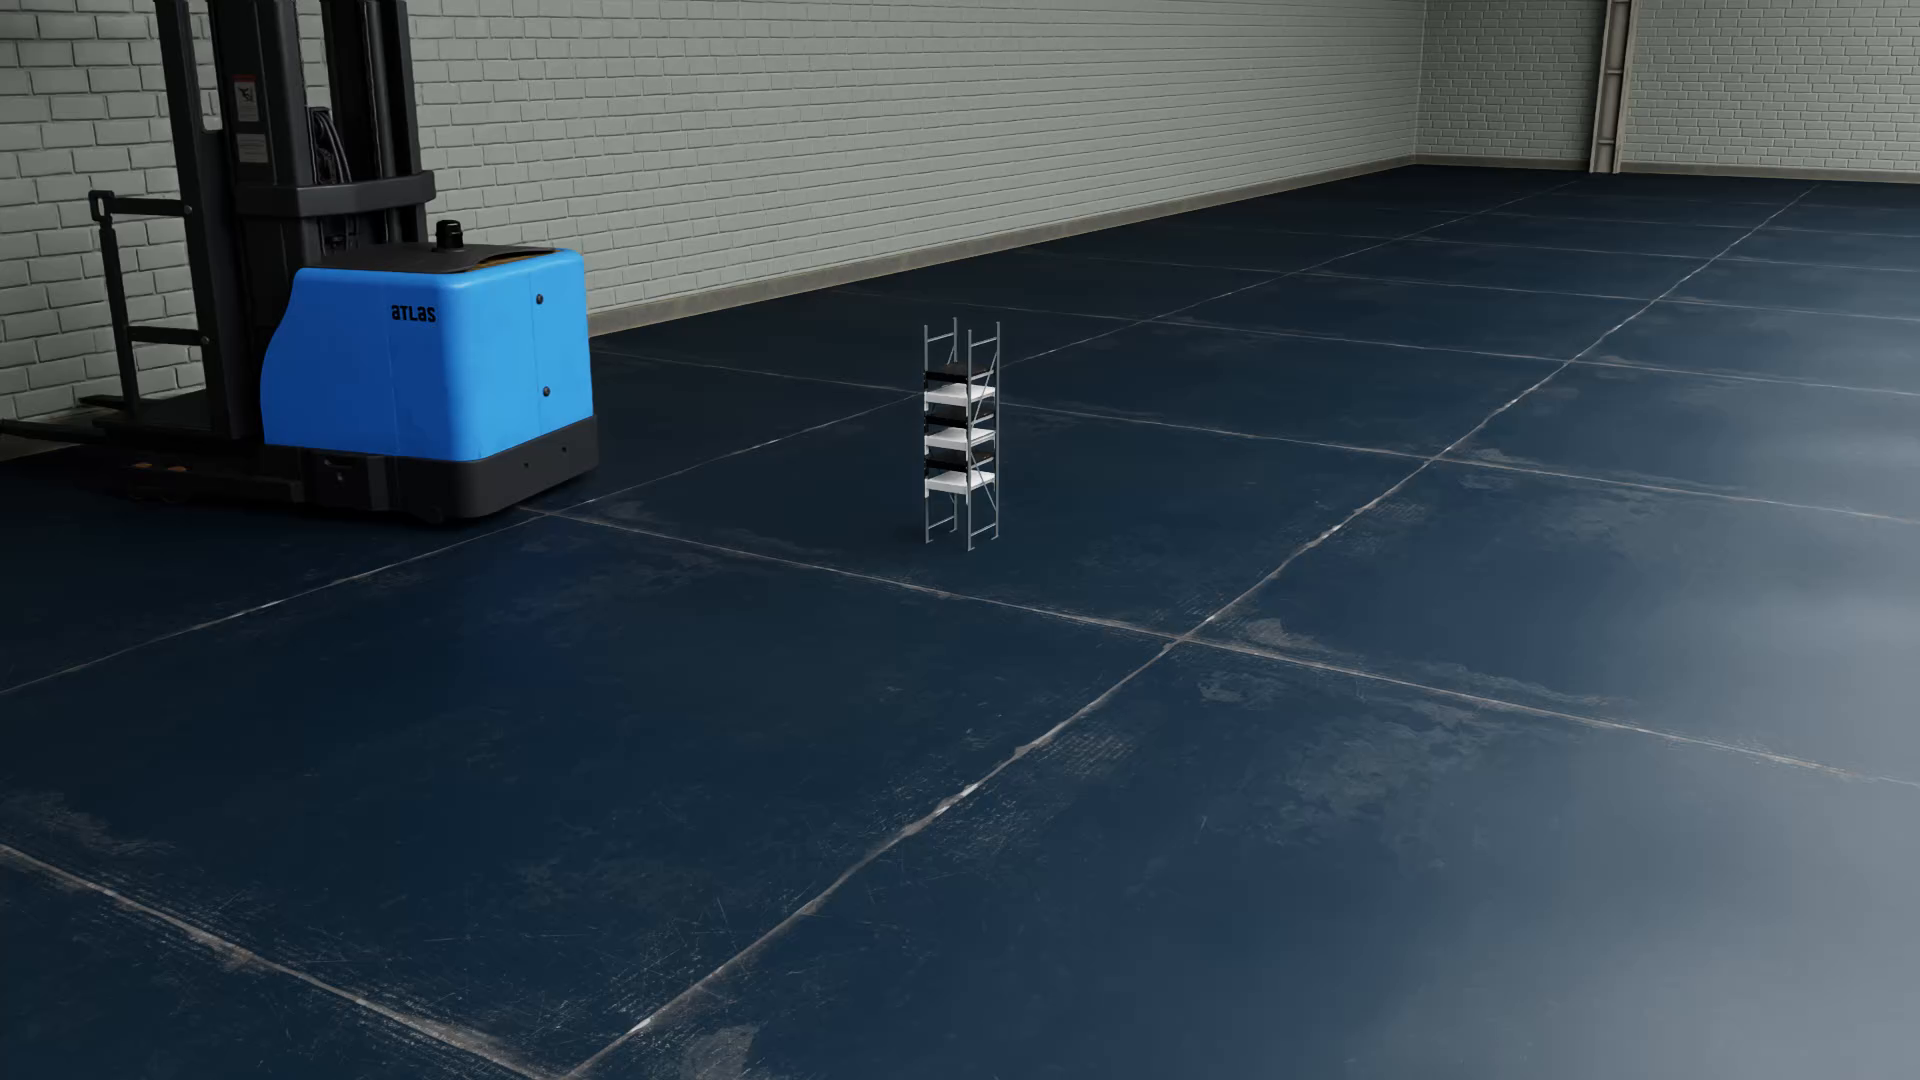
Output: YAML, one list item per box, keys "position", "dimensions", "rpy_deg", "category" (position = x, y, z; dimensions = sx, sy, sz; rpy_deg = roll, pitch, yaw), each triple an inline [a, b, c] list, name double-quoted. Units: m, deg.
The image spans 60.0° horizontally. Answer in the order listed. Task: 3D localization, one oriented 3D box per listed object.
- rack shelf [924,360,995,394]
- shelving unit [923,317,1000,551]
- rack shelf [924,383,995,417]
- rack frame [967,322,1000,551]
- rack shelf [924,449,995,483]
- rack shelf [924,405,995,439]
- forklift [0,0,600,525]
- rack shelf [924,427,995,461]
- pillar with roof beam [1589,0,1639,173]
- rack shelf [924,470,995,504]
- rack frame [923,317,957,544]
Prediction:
- position: [0.007, -0.656, 6.678]
  dimensions: [0.200, 0.077, 0.258]
  rpy_deg: [10, 20, 30]
  category: "rack shelf"
- position: [0.007, -0.429, 6.746]
  dimensions: [0.210, 0.900, 0.258]
  rpy_deg: [10, 20, 30]
  category: "shelving unit"
- position: [0.007, -0.570, 6.704]
  dimensions: [0.200, 0.077, 0.258]
  rpy_deg: [10, 20, 30]
  category: "rack shelf"
- position: [0.094, -0.414, 6.695]
  dimensions: [0.006, 0.900, 0.240]
  rpy_deg: [10, 20, 30]
  category: "rack frame"
- position: [0.007, -0.311, 6.782]
  dimensions: [0.200, 0.077, 0.258]
  rpy_deg: [10, 20, 30]
  category: "rack shelf"
- position: [0.007, -0.484, 6.730]
  dimensions: [0.200, 0.077, 0.258]
  rpy_deg: [10, 20, 30]
  category: "rack shelf"
- position: [-3.262, -1.703, 7.446]
  dimensions: [3.031, 2.935, 1.130]
  rpy_deg: [6, 18, 18]
  category: "forklift"
- position: [0.007, -0.397, 6.756]
  dimensions: [0.200, 0.077, 0.258]
  rpy_deg: [10, 20, 30]
  category: "rack shelf"
- position: [7.568, -8.847, 20.524]
  dimensions: [0.400, 9.000, 9.100]
  rpy_deg: [10, 20, 30]
  category: "pillar with roof beam"
- position: [0.007, -0.225, 6.808]
  dimensions: [0.200, 0.077, 0.258]
  rpy_deg: [10, 20, 30]
  category: "rack shelf"
- position: [-0.080, -0.445, 6.797]
  dimensions: [0.006, 0.900, 0.240]
  rpy_deg: [10, 20, 30]
  category: "rack frame"
